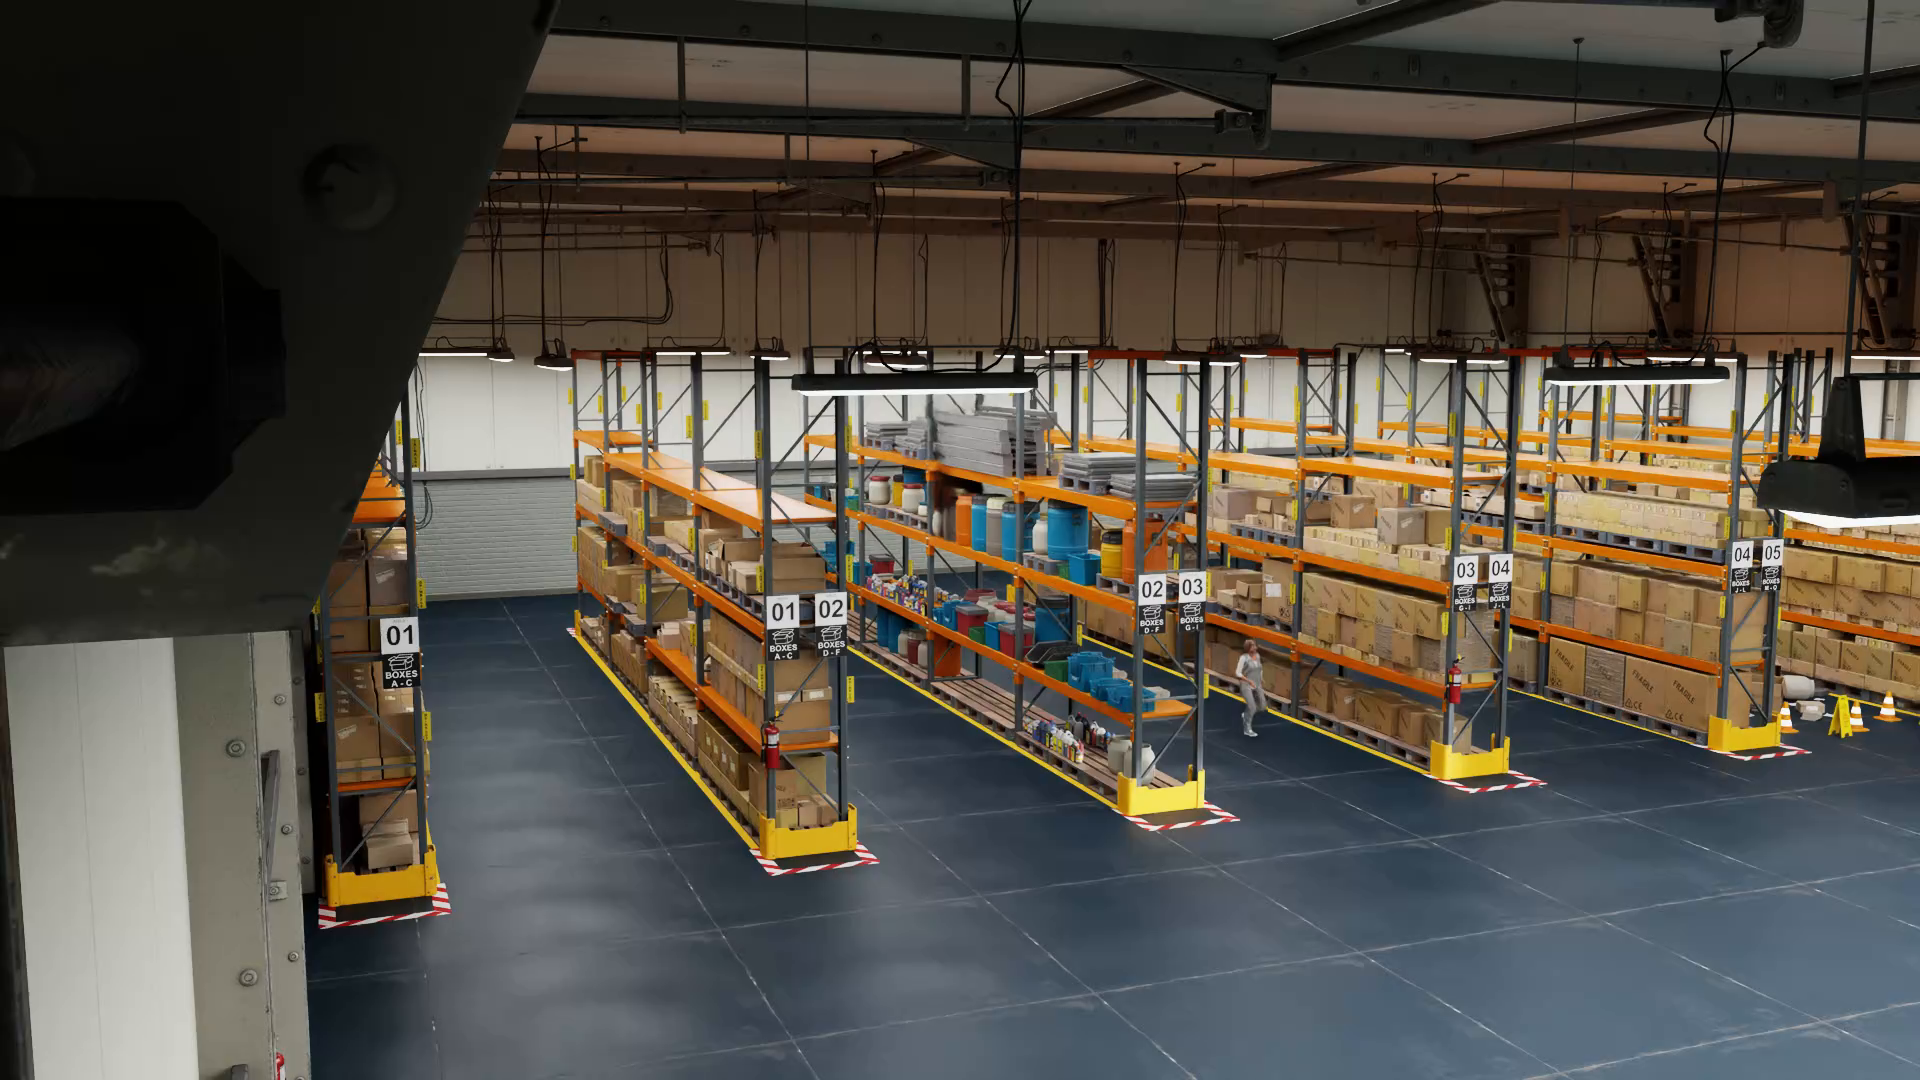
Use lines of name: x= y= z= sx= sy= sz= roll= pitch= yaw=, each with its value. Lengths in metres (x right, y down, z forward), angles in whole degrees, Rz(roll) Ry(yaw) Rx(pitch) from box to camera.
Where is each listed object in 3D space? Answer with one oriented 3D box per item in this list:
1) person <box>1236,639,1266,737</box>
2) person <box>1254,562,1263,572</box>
person: x=4.561 y=2.323 z=26.045 sx=0.512 sy=1.534 sz=0.532 roll=-4 pitch=8 yaw=-29
person: x=7.505 y=0.375 z=41.102 sx=0.707 sy=1.690 sz=0.920 roll=-5 pitch=8 yaw=-32
